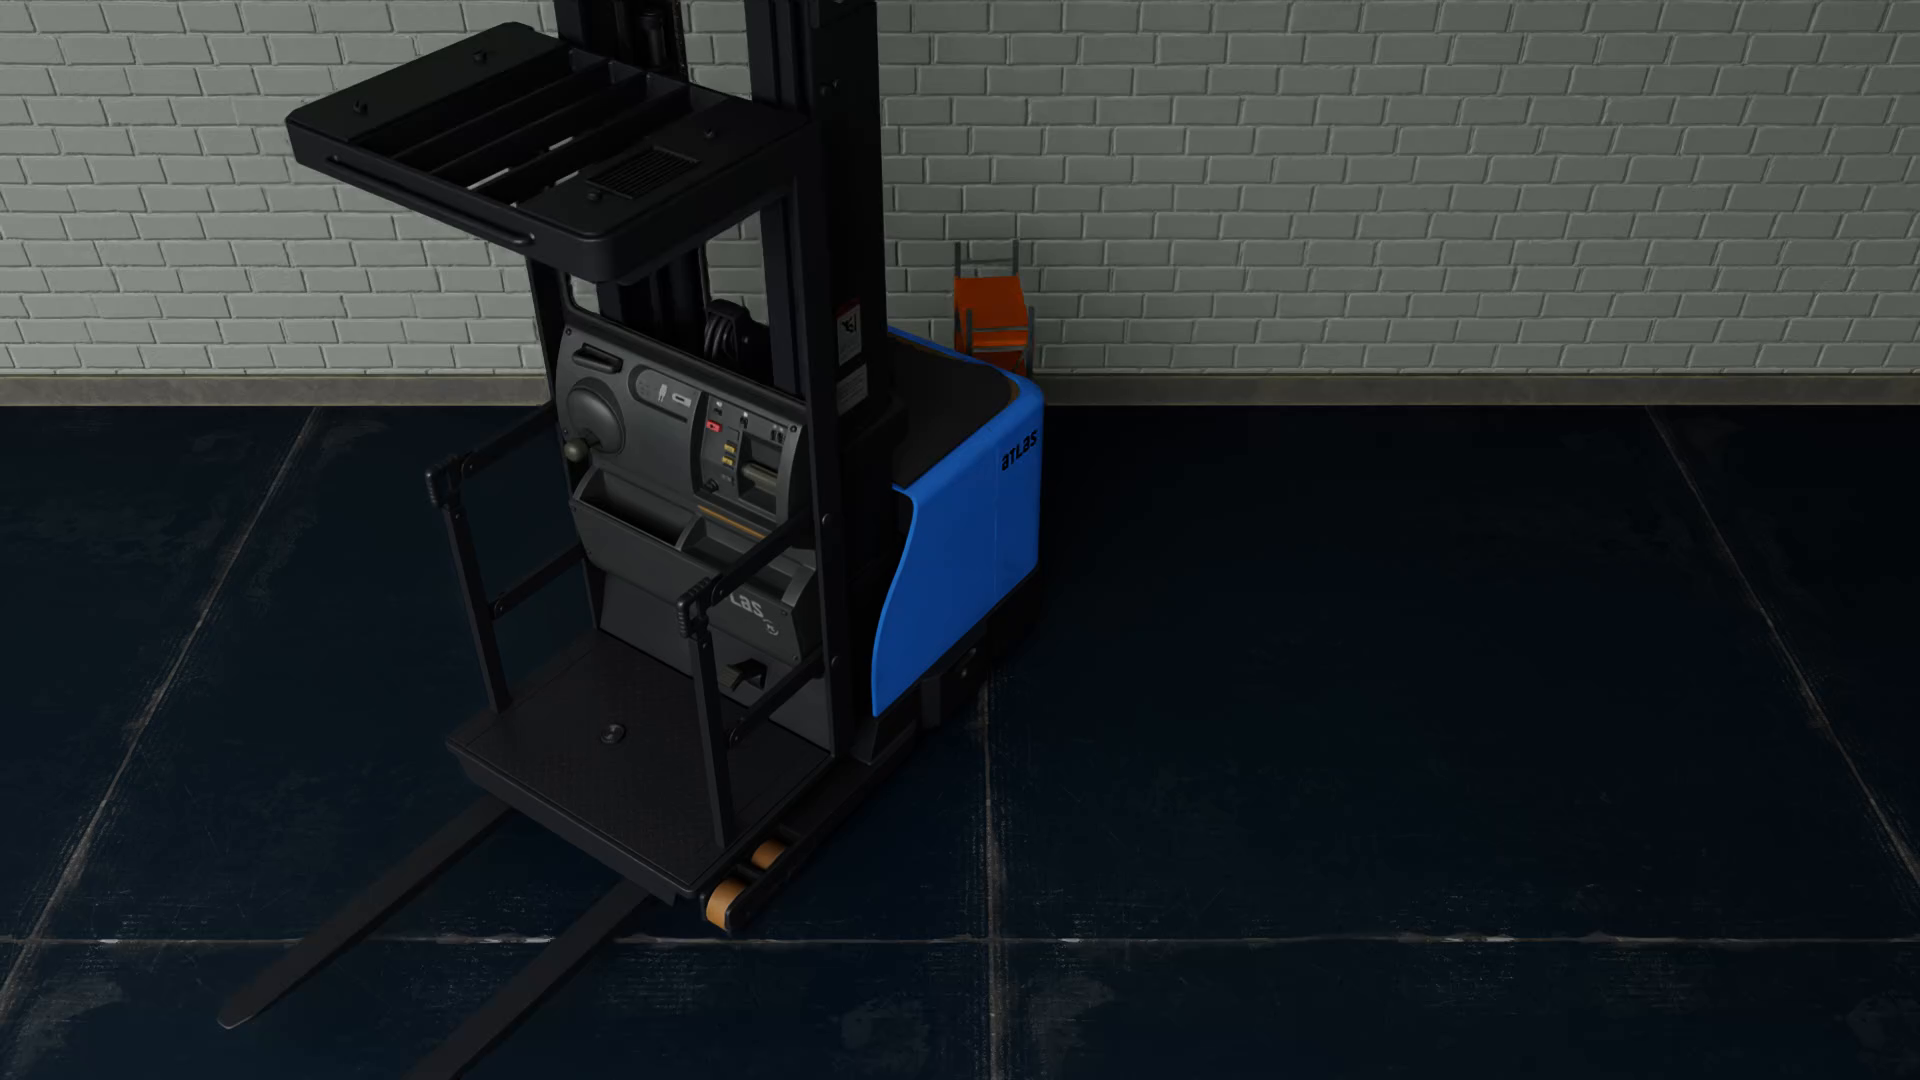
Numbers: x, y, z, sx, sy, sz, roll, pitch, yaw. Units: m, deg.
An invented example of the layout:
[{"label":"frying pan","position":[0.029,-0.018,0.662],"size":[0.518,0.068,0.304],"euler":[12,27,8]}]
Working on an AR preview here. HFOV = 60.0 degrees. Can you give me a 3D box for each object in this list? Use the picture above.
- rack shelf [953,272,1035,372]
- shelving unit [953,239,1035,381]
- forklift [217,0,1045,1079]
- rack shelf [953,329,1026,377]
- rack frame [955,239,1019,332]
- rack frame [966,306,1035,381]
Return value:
[{"label":"rack shelf","position":[0.122,-0.804,6.165],"size":[0.258,0.148,0.480],"euler":[-3,39,-4]},{"label":"shelving unit","position":[0.122,-0.497,6.411],"size":[0.258,1.200,0.503],"euler":[-3,39,-4]},{"label":"forklift","position":[-0.957,-0.265,4.737],"size":[1.130,2.935,3.031],"euler":[24,45,27]},{"label":"rack shelf","position":[0.122,-0.619,6.313],"size":[0.258,0.148,0.480],"euler":[-3,39,-4]},{"label":"rack frame","position":[0.101,-0.649,6.600],"size":[0.240,1.200,0.015],"euler":[-3,39,-4]},{"label":"rack frame","position":[0.142,-0.345,6.221],"size":[0.240,1.200,0.015],"euler":[-3,39,-4]}]
